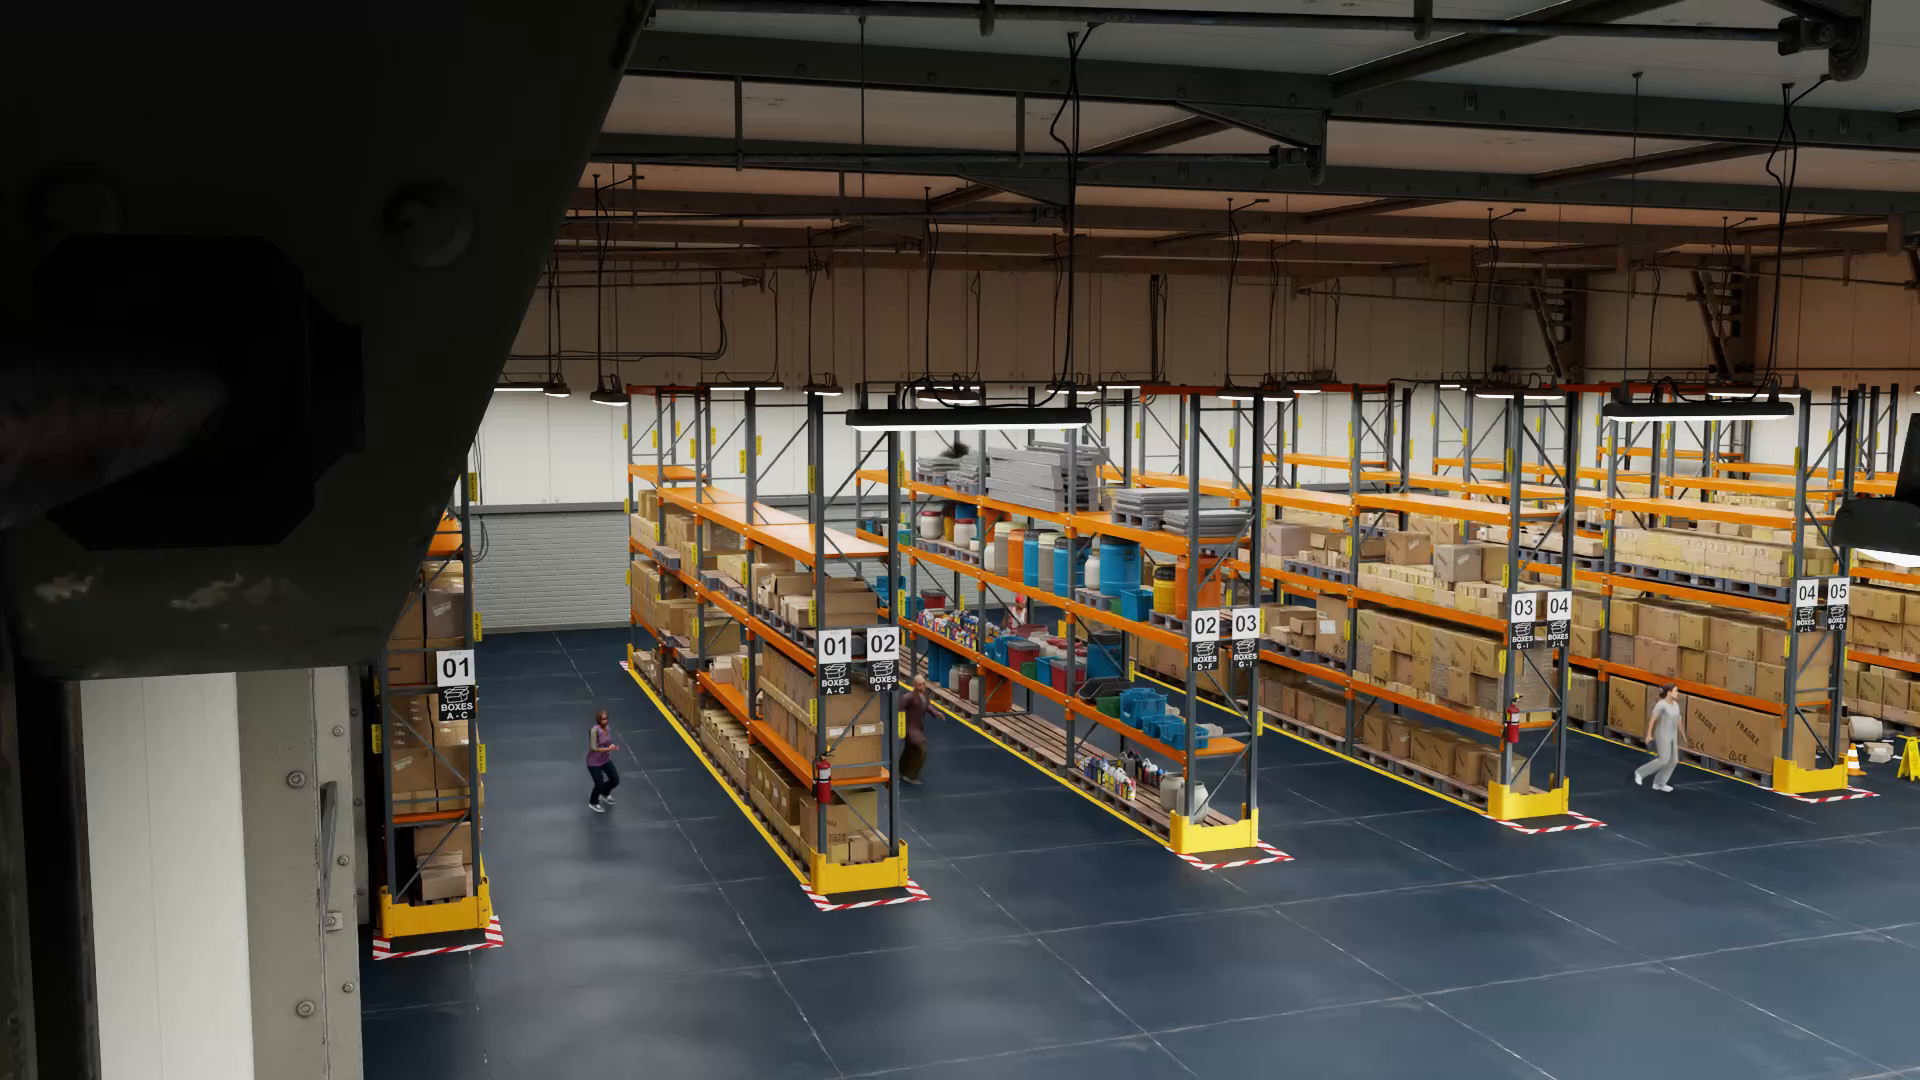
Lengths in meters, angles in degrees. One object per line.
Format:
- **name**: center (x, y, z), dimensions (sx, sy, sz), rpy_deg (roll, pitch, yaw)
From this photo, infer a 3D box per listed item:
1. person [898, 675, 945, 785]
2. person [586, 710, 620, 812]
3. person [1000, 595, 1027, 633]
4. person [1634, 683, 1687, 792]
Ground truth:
- **person**: center (-0.653, 2.900, 25.362), dimensions (0.888, 1.750, 0.700), rpy_deg (2, 6, 20)
- **person**: center (-5.044, 3.160, 23.579), dimensions (0.764, 1.519, 0.589), rpy_deg (4, 7, 37)
- **person**: center (1.151, 1.964, 33.903), dimensions (0.679, 1.731, 0.670), rpy_deg (-1, 6, -7)
- **person**: center (10.485, 2.943, 24.914), dimensions (0.690, 1.630, 0.554), rpy_deg (-4, 7, -33)
